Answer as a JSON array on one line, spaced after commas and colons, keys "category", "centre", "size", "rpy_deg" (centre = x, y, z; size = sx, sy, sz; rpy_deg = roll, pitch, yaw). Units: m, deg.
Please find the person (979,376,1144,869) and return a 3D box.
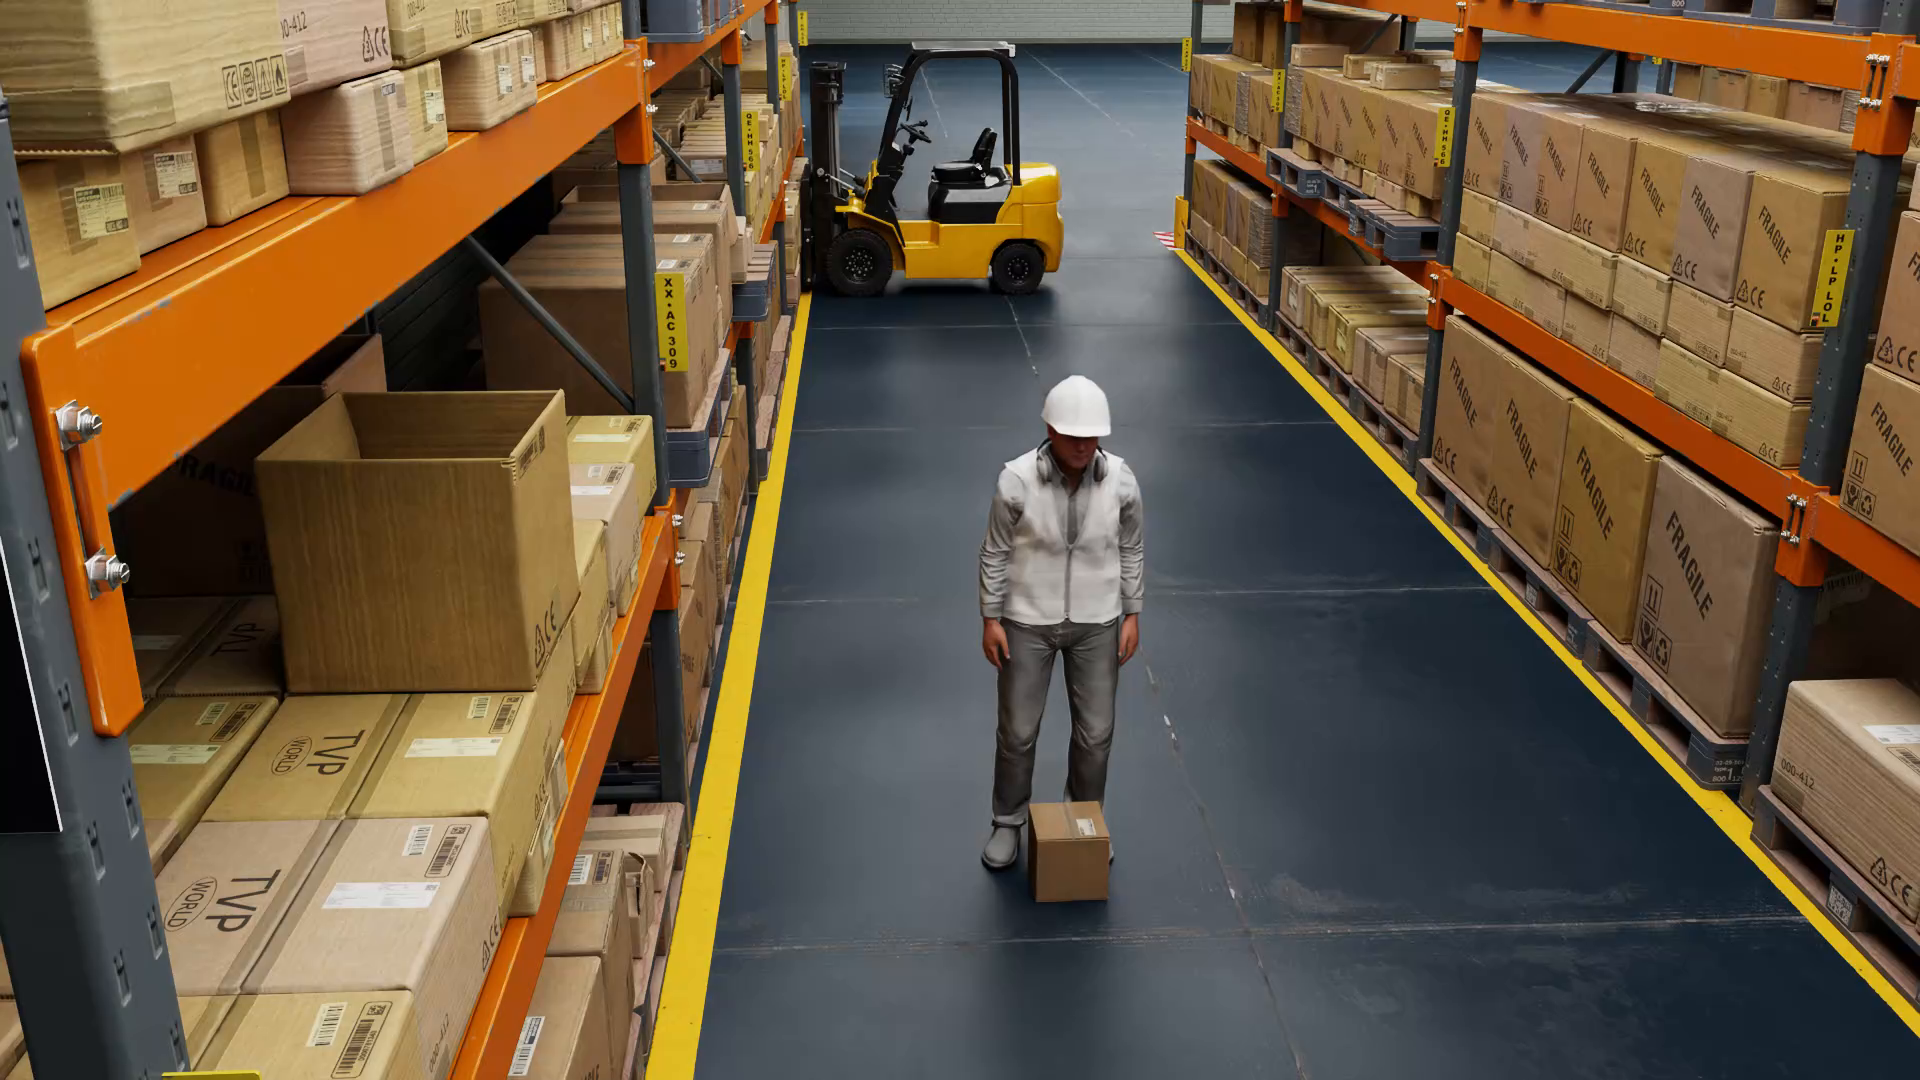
[{"category": "person", "centre": [0.355, 0.281, 5.778], "size": [0.579, 1.769, 0.466], "rpy_deg": [-2, 20, -5]}]
